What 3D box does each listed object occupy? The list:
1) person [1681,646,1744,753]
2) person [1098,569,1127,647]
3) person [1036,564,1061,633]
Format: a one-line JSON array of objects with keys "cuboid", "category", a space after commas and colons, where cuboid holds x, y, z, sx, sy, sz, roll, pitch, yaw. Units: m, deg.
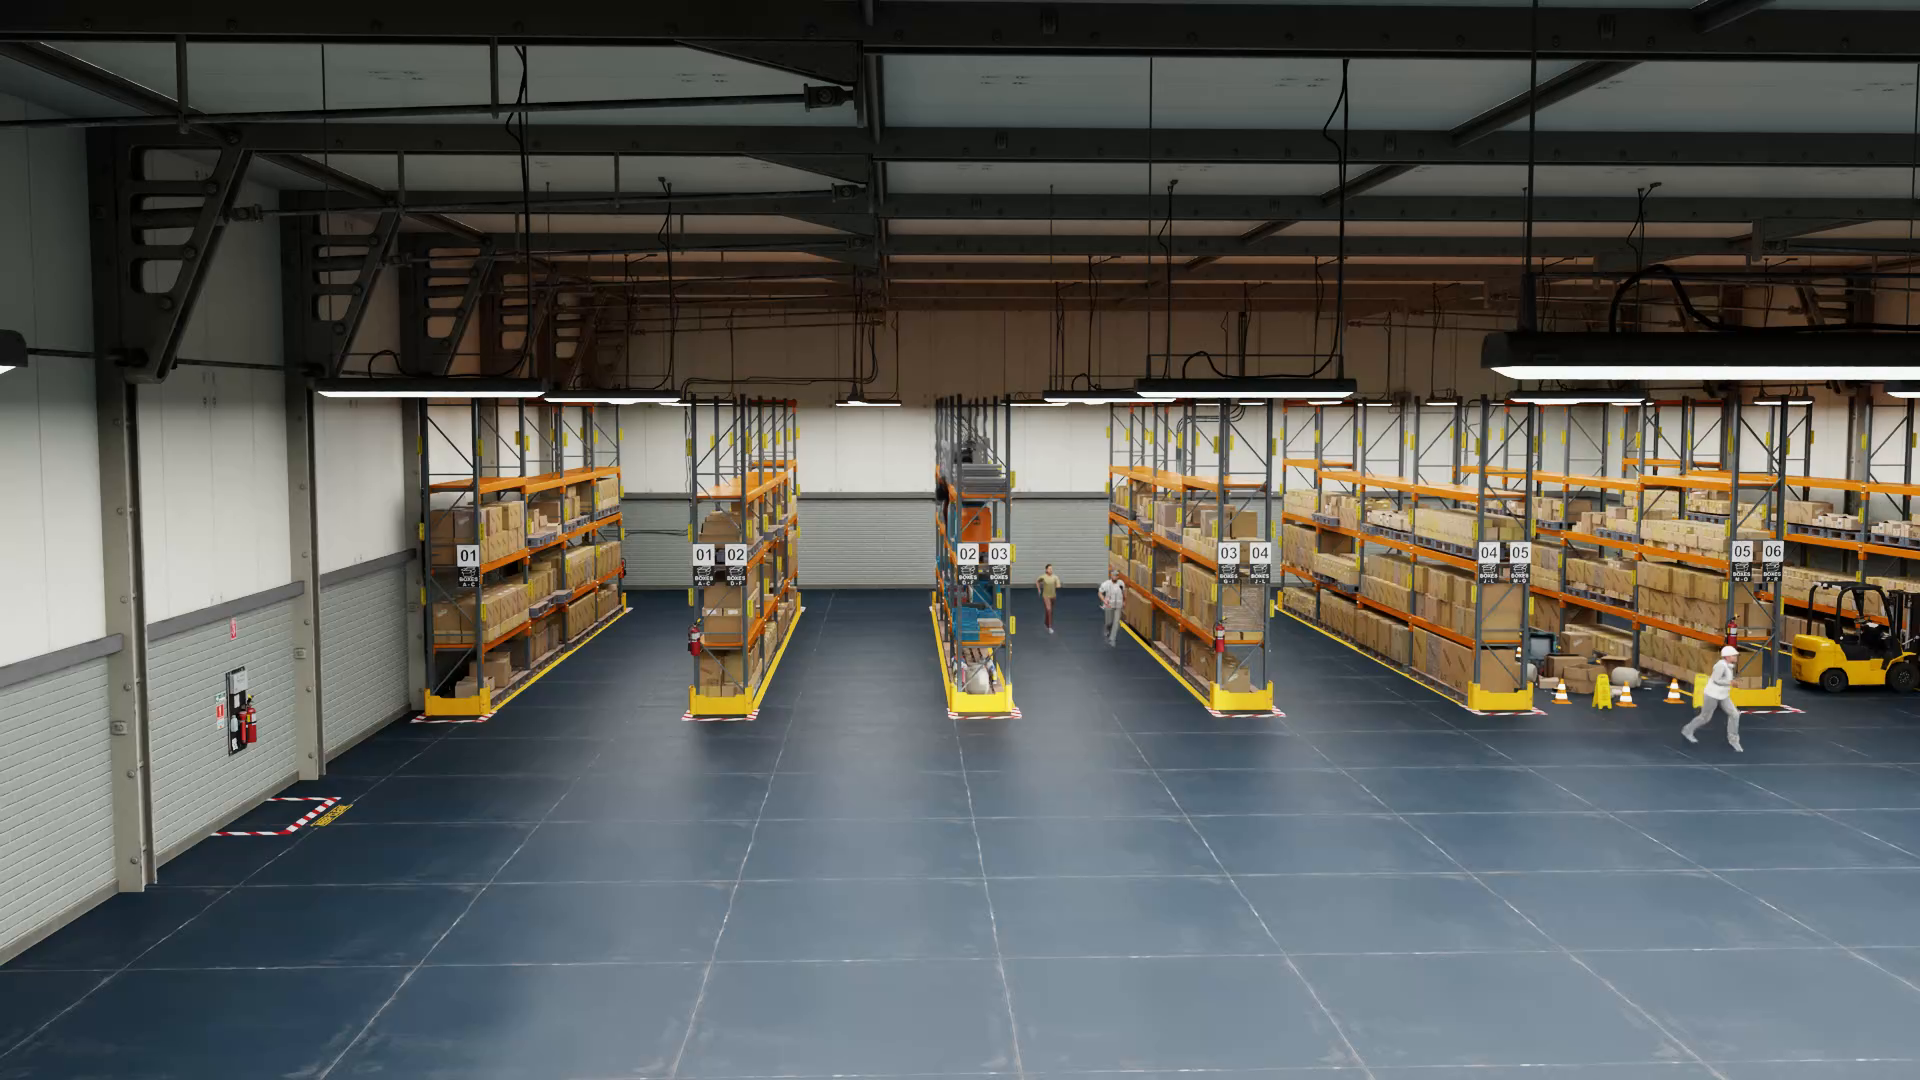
[{"cuboid": [12.696, 2.653, 28.016, 0.657, 1.787, 1.013, -4, 6, -42], "category": "person"}, {"cuboid": [3.544, 1.537, 38.528, 0.688, 1.775, 0.824, -1, 5, -9], "category": "person"}, {"cuboid": [2.204, 1.430, 40.995, 0.563, 1.678, 0.906, -1, 5, -15], "category": "person"}]
